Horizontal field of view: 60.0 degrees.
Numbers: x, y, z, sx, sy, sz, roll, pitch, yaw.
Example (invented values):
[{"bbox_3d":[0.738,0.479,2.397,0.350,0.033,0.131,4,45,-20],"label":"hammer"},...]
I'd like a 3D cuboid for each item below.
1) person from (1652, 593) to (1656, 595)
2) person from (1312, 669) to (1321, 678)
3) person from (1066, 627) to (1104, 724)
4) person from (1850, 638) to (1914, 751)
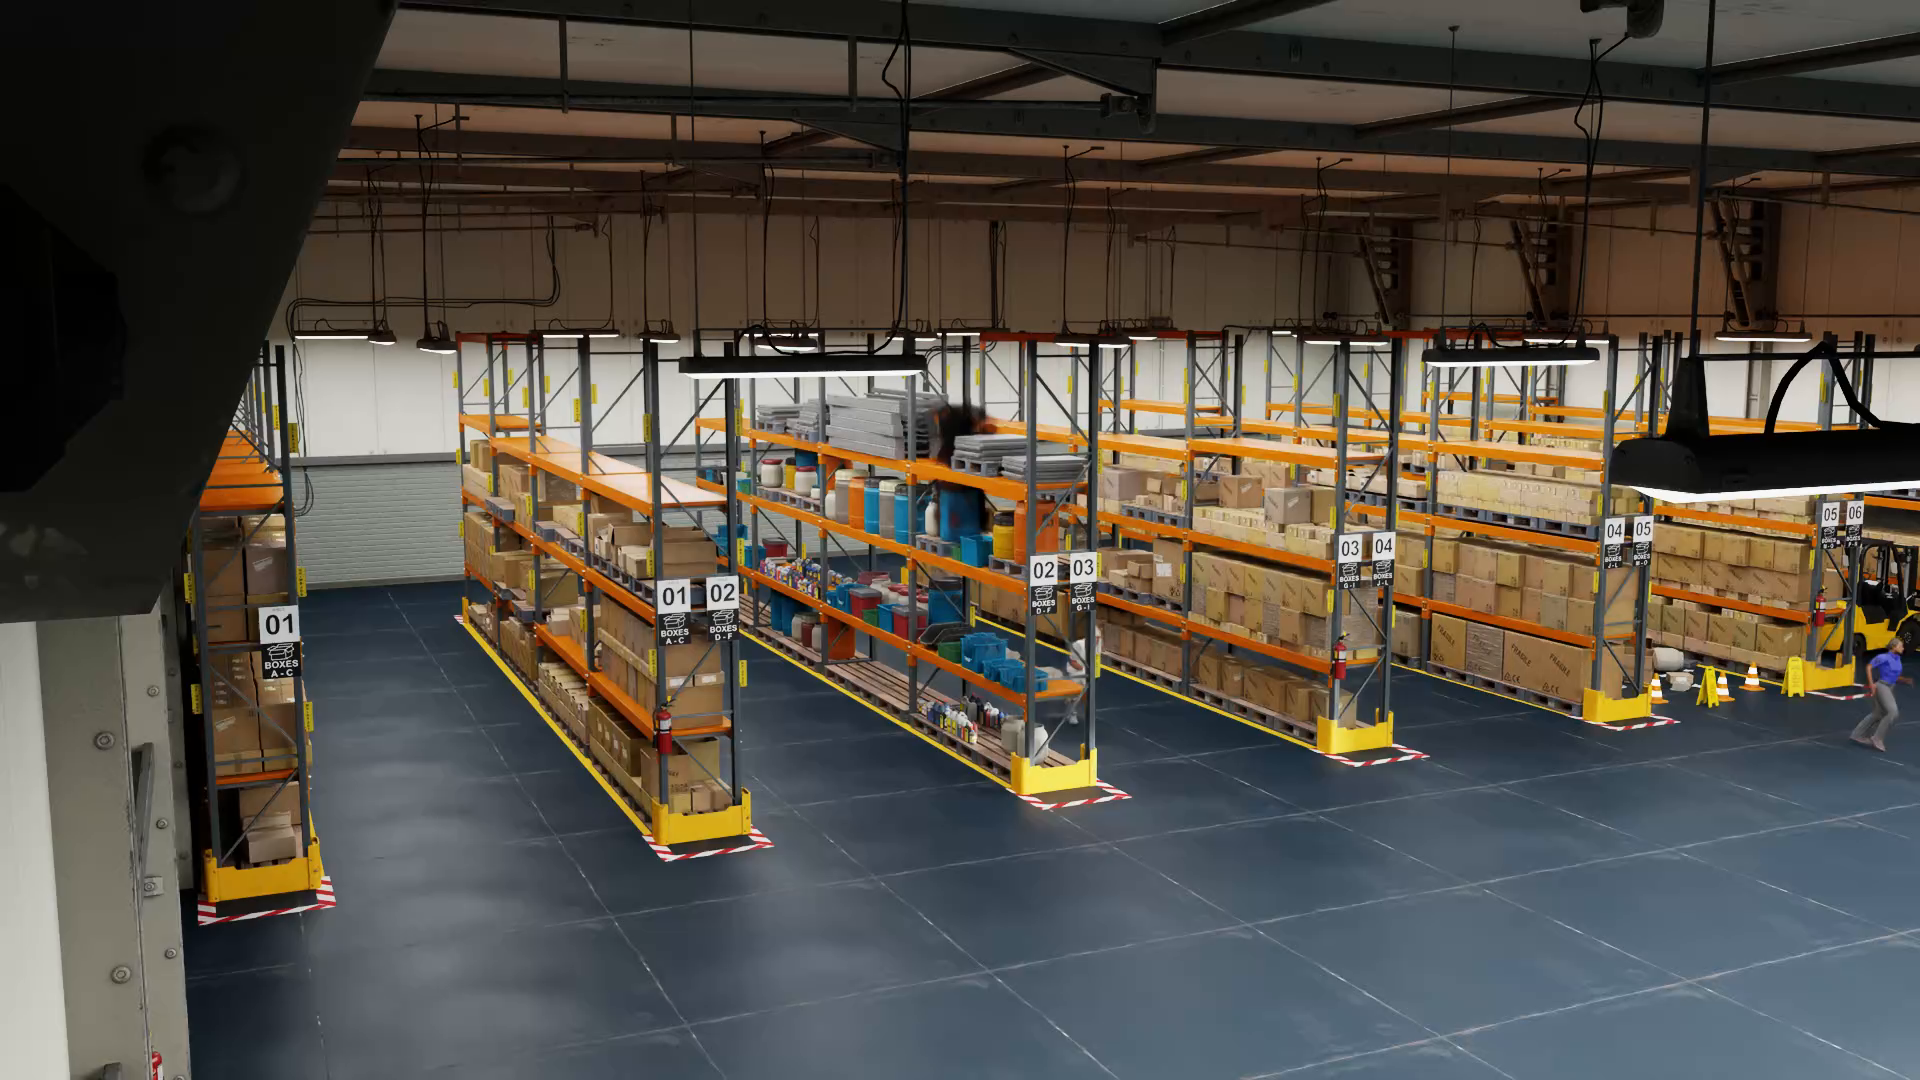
[{"bbox_3d":[14.234,0.969,33.886,0.607,1.638,0.957,-4,9,-27],"label":"person"},{"bbox_3d":[6.367,1.587,29.204,0.751,1.689,0.552,-1,8,-10],"label":"person"},{"bbox_3d":[1.959,2.085,25.718,0.720,1.596,0.825,-5,9,-34],"label":"person"},{"bbox_3d":[13.573,2.248,24.435,0.739,1.582,0.738,-7,11,-43],"label":"person"}]
